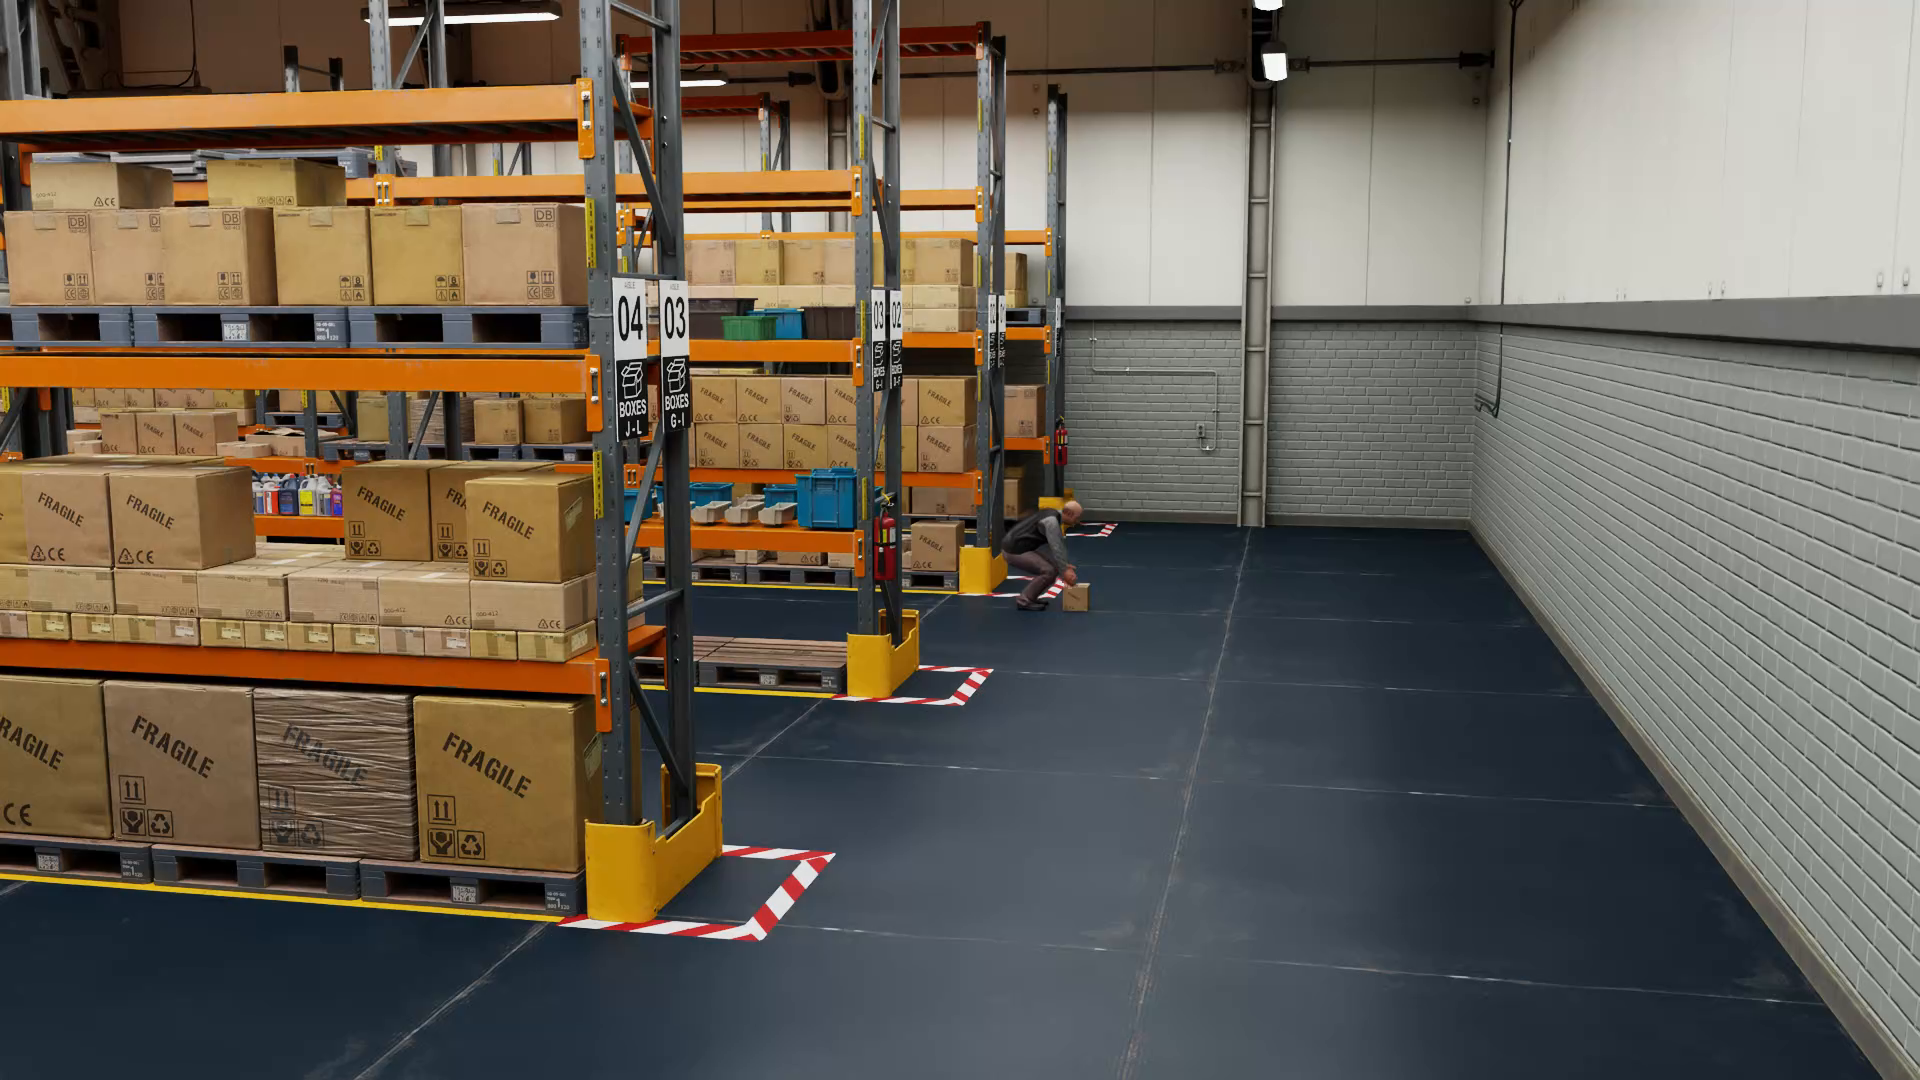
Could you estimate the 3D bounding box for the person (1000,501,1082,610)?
[{"bbox_3d":[0.835,0.146,17.084,0.831,1.111,0.564,1,8,9],"label":"person"}]
